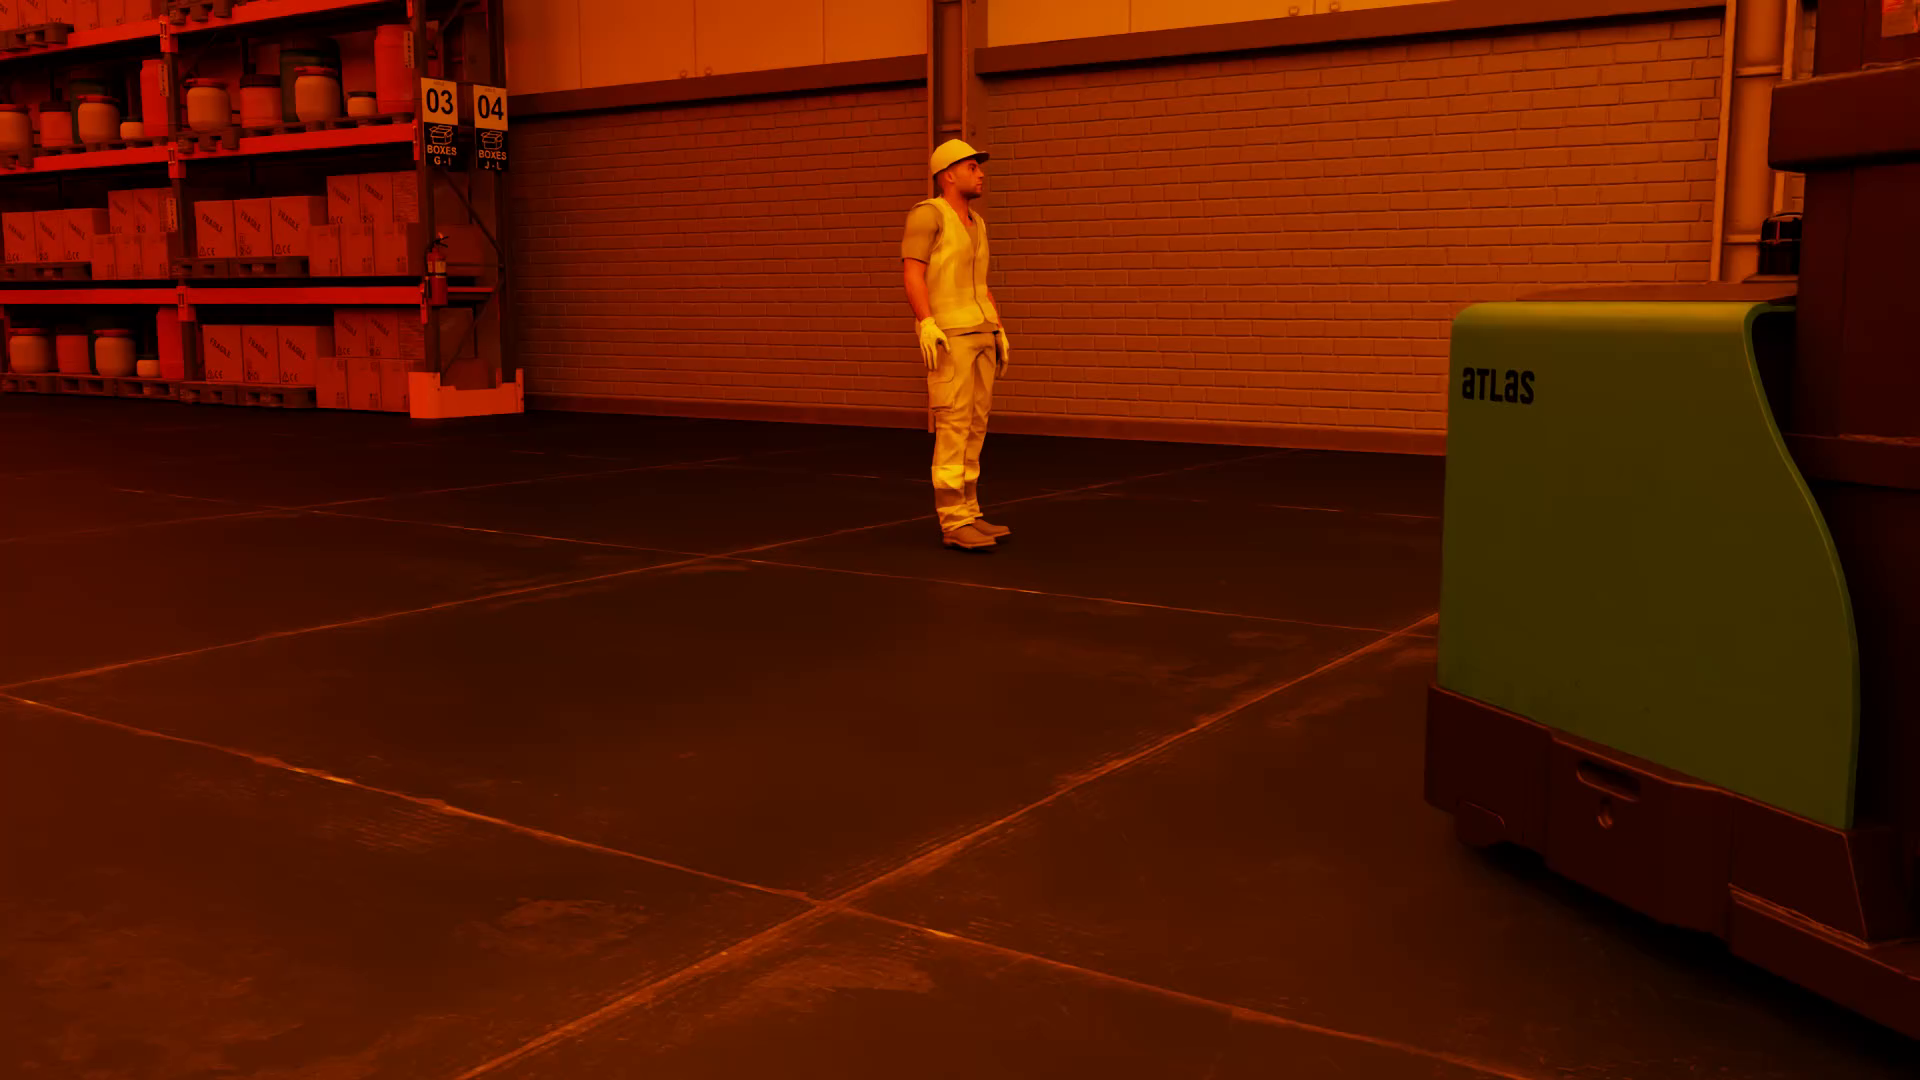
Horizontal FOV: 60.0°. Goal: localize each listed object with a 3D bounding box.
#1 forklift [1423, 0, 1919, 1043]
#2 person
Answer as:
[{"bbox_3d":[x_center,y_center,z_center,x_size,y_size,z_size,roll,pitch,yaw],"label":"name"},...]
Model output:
[{"bbox_3d":[1.919,-0.684,2.004,1.130,2.935,3.031,-3,9,-20],"label":"forklift"},{"bbox_3d":[0.059,-0.885,7.422,0.564,1.787,0.637,5,10,34],"label":"person"}]
